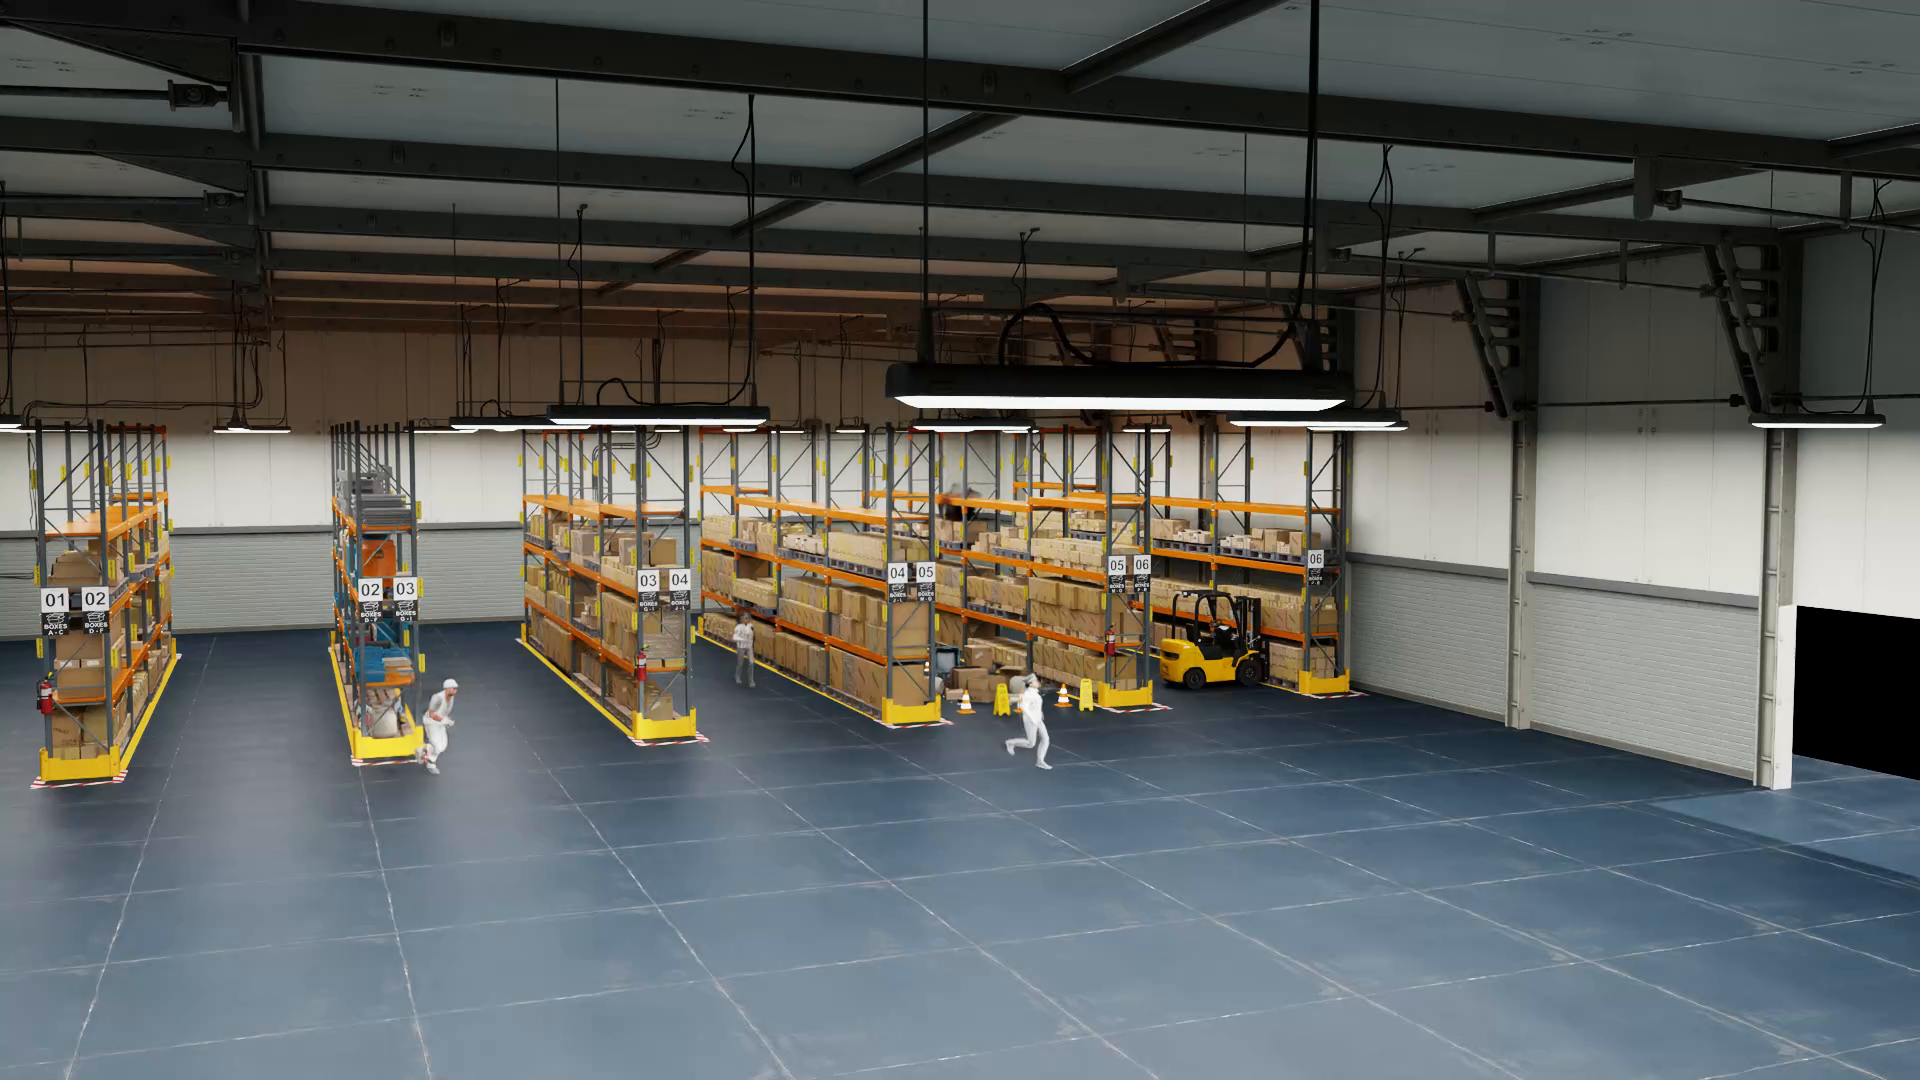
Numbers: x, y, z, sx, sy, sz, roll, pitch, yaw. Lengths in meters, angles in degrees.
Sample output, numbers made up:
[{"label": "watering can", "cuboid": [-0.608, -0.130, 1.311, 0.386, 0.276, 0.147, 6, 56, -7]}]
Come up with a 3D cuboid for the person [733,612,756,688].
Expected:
[{"label": "person", "cuboid": [-4.938, 2.495, 38.063, 0.562, 1.719, 0.857, -2, 4, -24]}]

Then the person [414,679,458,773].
[{"label": "person", "cuboid": [-8.889, 3.158, 28.306, 0.895, 1.619, 0.667, 1, 4, 17]}]

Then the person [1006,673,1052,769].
[{"label": "person", "cuboid": [1.208, 3.118, 28.739, 0.803, 1.665, 0.616, 1, 4, 22]}]
